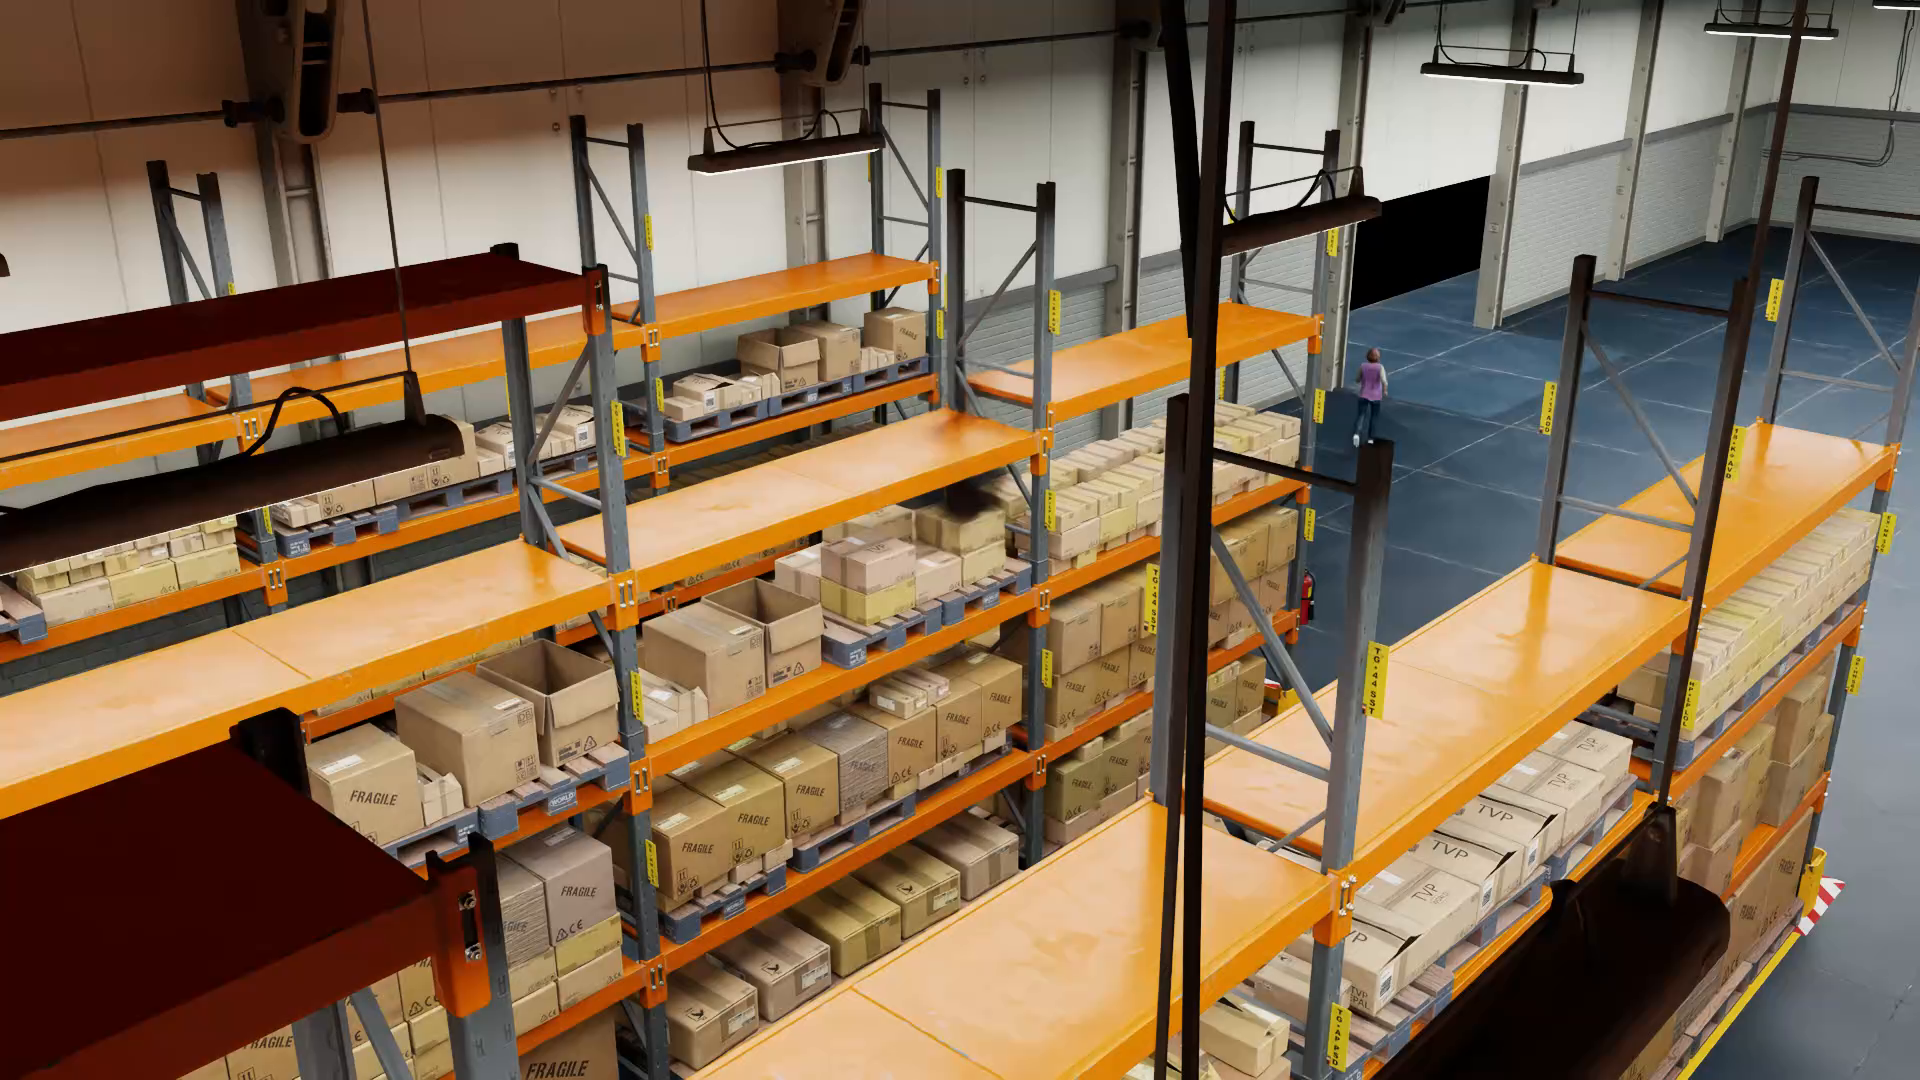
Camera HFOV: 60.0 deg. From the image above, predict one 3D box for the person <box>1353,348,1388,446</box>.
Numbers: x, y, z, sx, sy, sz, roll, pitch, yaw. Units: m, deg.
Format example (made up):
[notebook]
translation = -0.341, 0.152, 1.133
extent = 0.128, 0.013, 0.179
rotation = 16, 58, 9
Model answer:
[person]
translation = 6.258, -2.157, 25.382
extent = 0.545, 1.561, 0.864
rotation = 10, 24, 25
